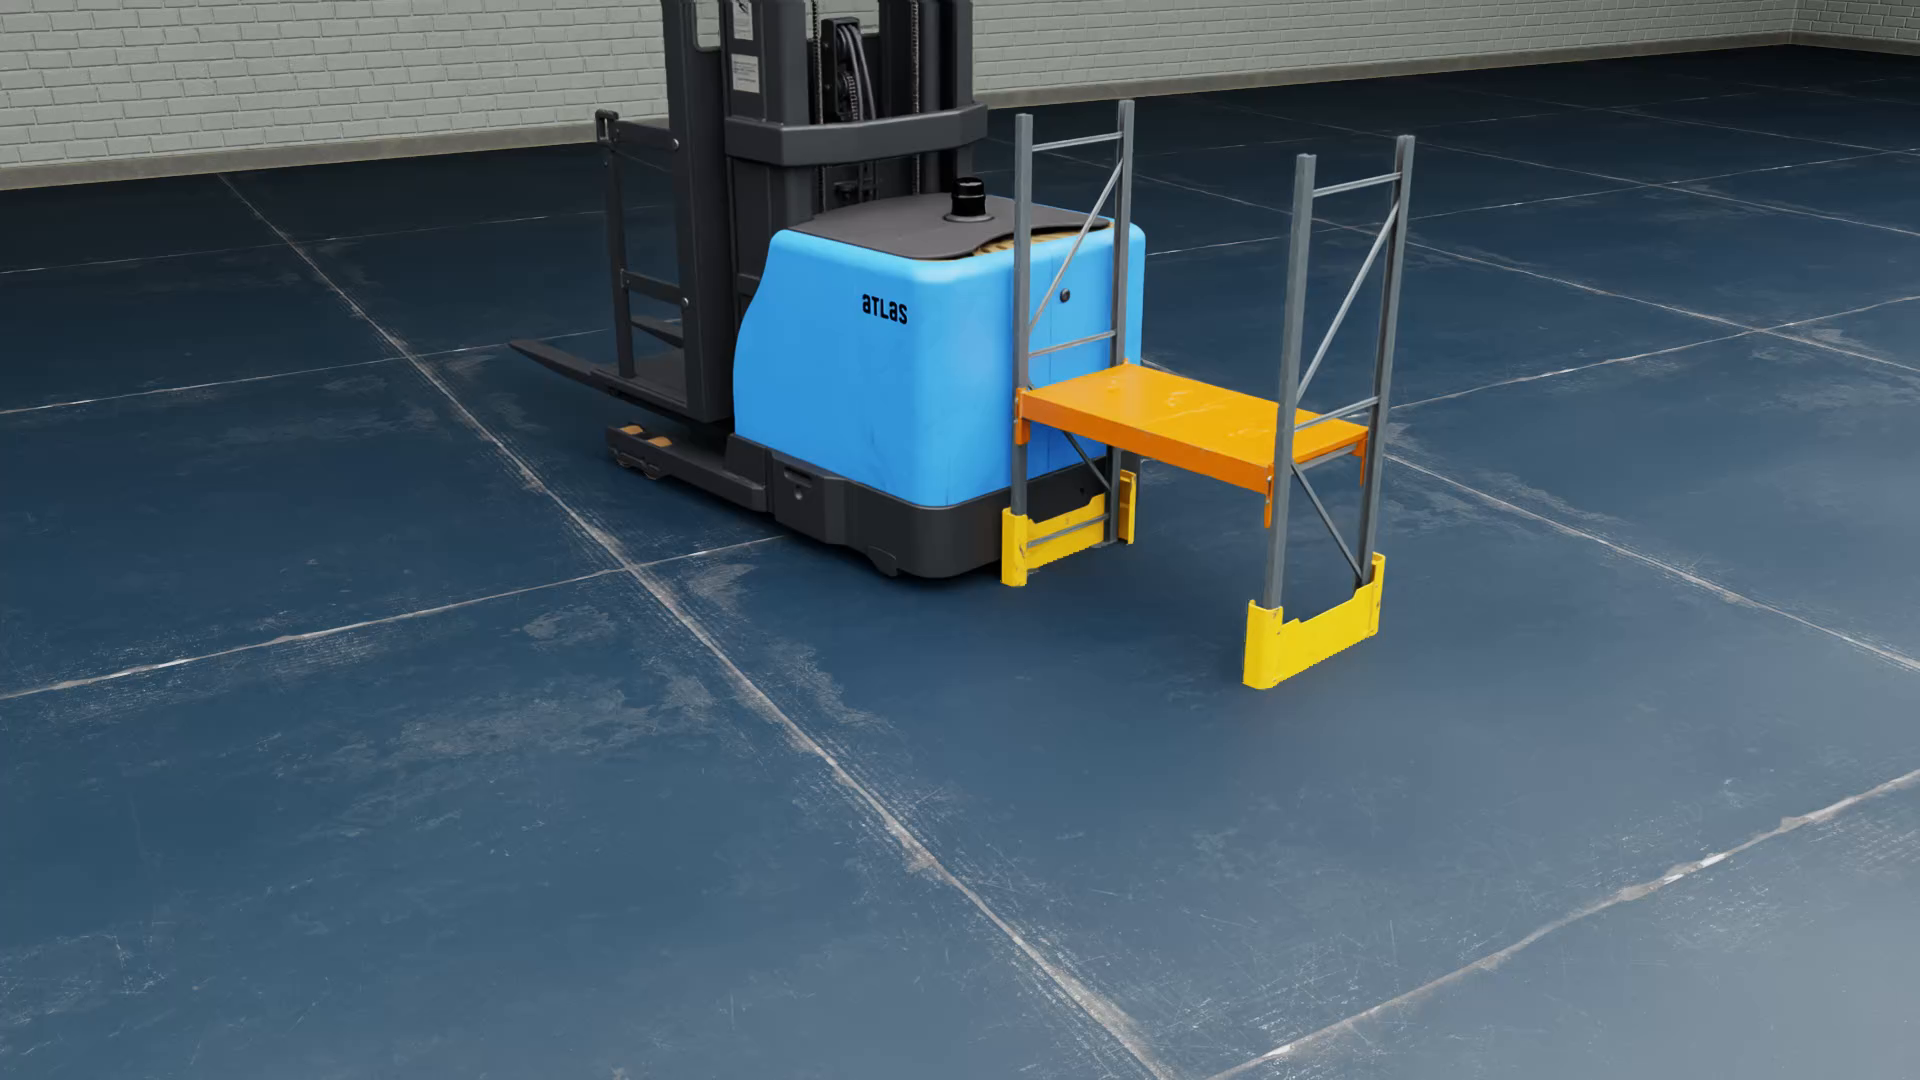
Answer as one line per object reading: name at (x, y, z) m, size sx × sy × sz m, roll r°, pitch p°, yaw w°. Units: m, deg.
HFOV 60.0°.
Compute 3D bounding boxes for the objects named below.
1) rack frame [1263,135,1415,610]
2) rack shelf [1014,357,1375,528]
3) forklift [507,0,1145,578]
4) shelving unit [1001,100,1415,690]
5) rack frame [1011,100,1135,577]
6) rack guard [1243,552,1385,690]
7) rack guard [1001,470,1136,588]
rack frame at (1.051, -0.348, 4.676) m, size 0.500 × 1.500 × 0.032 m, roll -19°, pitch 29°, yaw -39°
rack shelf at (0.704, -0.321, 5.087) m, size 0.538 × 0.185 × 1.000 m, roll -19°, pitch 29°, yaw -39°
forklift at (-0.735, -1.703, 6.108) m, size 1.130 × 2.935 × 3.031 m, roll -19°, pitch 29°, yaw -39°
shelving unit at (0.710, -0.485, 5.013) m, size 0.587 × 1.500 × 1.083 m, roll -19°, pitch 29°, yaw -39°
rack frame at (0.357, -0.627, 5.363) m, size 0.500 × 1.500 × 0.032 m, roll -19°, pitch 29°, yaw -39°
rack guard at (1.051, 0.231, 4.912) m, size 0.587 × 0.250 × 0.087 m, roll -19°, pitch 29°, yaw -39°
rack guard at (0.370, -0.043, 5.586) m, size 0.587 × 0.250 × 0.087 m, roll -19°, pitch 29°, yaw -39°
